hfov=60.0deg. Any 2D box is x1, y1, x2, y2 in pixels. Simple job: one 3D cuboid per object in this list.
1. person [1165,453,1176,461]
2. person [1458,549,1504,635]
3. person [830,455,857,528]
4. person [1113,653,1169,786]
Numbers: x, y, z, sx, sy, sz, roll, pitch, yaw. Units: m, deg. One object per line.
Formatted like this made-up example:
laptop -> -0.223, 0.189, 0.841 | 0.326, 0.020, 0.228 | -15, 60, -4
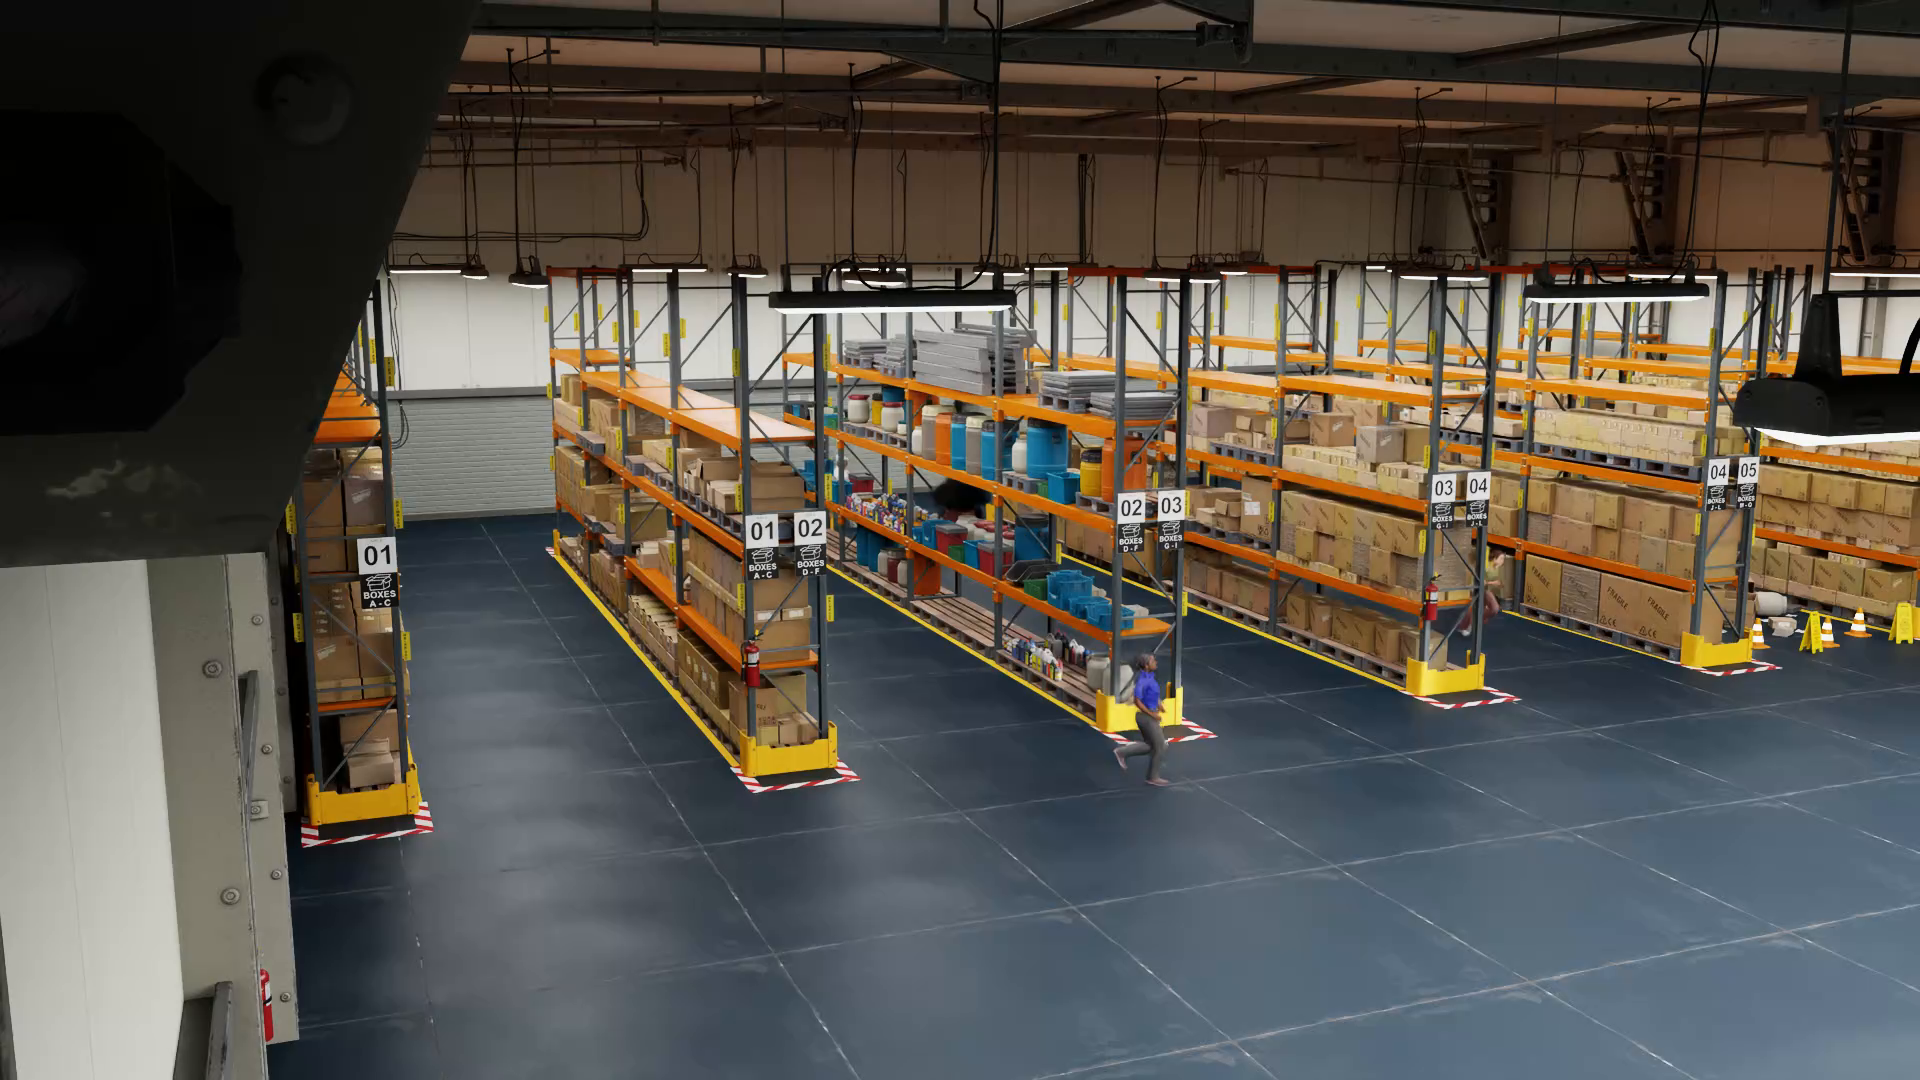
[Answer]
person -> 5.426, -1.765, 41.775 | 0.655, 1.747, 0.654 | 6, 11, 30
person -> 8.600, 0.860, 27.294 | 0.611, 1.511, 0.878 | -7, 12, -35
person -> -2.733, -1.089, 37.870 | 0.930, 1.747, 0.732 | 2, 10, 14
person -> 2.183, 2.145, 19.810 | 0.653, 1.619, 0.576 | 1, 10, 4
